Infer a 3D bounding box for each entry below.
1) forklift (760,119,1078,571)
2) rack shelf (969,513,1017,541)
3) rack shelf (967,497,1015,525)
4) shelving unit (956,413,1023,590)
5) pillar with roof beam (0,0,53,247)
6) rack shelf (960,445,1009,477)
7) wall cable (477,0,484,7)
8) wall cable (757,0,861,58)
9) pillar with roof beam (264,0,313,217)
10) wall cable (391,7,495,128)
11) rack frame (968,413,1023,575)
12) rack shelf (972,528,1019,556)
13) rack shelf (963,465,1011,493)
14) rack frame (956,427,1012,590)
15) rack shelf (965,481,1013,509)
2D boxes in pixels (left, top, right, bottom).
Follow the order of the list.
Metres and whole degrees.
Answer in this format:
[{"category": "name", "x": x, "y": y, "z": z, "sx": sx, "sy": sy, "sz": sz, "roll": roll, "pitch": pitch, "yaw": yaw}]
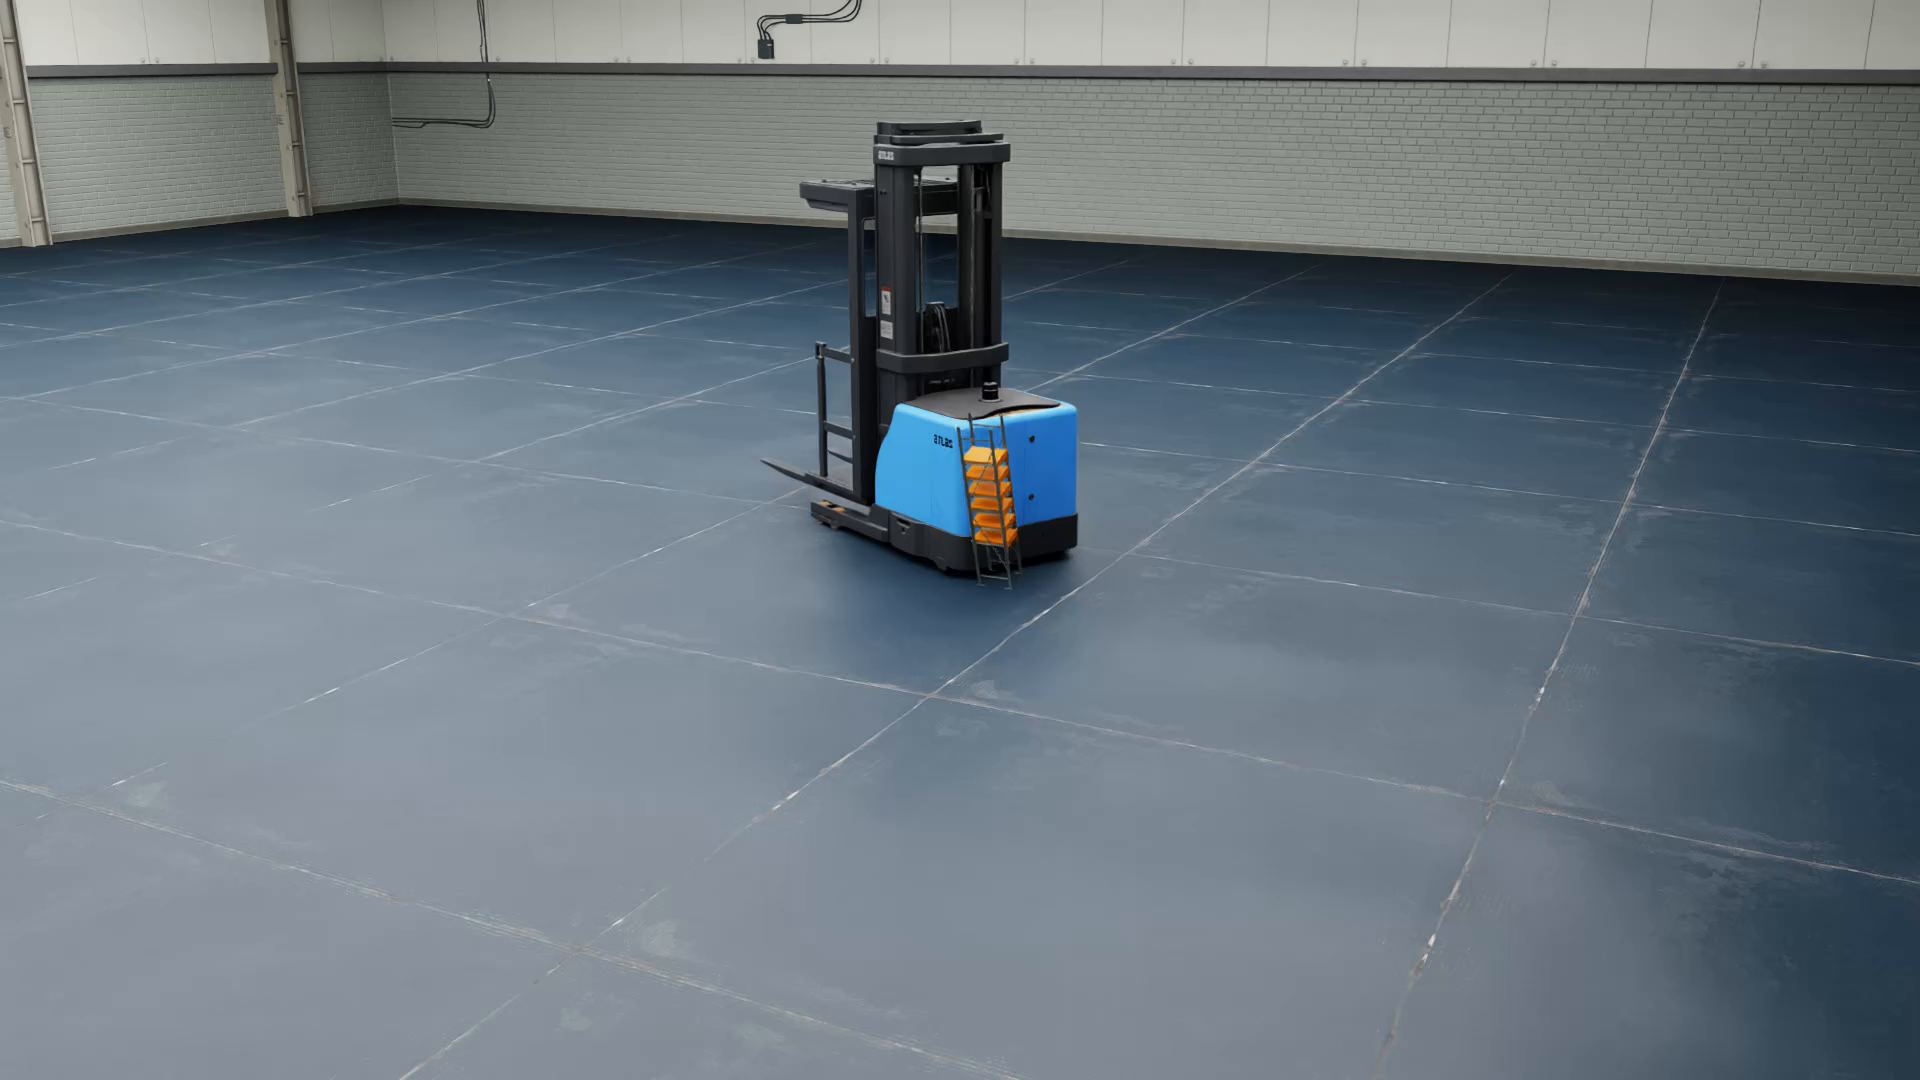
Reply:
[{"category": "forklift", "x": -0.455, "y": -1.555, "z": 12.112, "sx": 1.130, "sy": 2.935, "sz": 3.031, "roll": -12, "pitch": 20, "yaw": -34}, {"category": "rack shelf", "x": 0.217, "y": -0.101, "z": 10.800, "sx": 0.258, "sy": 0.103, "sz": 0.180, "roll": 7, "pitch": 35, "yaw": 23}, {"category": "rack shelf", "x": 0.202, "y": -0.202, "z": 10.736, "sx": 0.258, "sy": 0.103, "sz": 0.180, "roll": 7, "pitch": 35, "yaw": 23}, {"category": "shelving unit", "x": 0.197, "y": -0.239, "z": 10.713, "sx": 0.258, "sy": 1.200, "sz": 0.189, "roll": 7, "pitch": 35, "yaw": 23}, {"category": "pillar with roof beam", "x": -12.705, "y": -9.058, "z": 26.717, "sx": 9.100, "sy": 9.000, "sz": 0.400, "roll": 8, "pitch": 18, "yaw": 25}, {"category": "rack shelf", "x": 0.158, "y": -0.503, "z": 10.545, "sx": 0.258, "sy": 0.103, "sz": 0.180, "roll": 7, "pitch": 35, "yaw": 23}, {"category": "wall cable", "x": -8.956, "y": -12.305, "z": 34.231, "sx": 3.097, "sy": 2.526, "sz": 0.112, "roll": 8, "pitch": 18, "yaw": 25}, {"category": "wall cable", "x": -2.890, "y": -12.135, "z": 31.102, "sx": 2.305, "sy": 6.003, "sz": 0.169, "roll": 8, "pitch": 18, "yaw": 25}, {"category": "pillar with roof beam", "x": -10.024, "y": -10.587, "z": 31.863, "sx": 9.100, "sy": 9.000, "sz": 0.400, "roll": 8, "pitch": 18, "yaw": 25}, {"category": "wall cable", "x": -11.376, "y": -10.228, "z": 36.109, "sx": 3.097, "sy": 2.526, "sz": 0.112, "roll": 8, "pitch": 18, "yaw": 25}, {"category": "rack frame", "x": 0.233, "y": -0.288, "z": 10.781, "sx": 0.240, "sy": 1.200, "sz": 0.006, "roll": 7, "pitch": 35, "yaw": 23}, {"category": "rack shelf", "x": 0.231, "y": 0.000, "z": 10.864, "sx": 0.258, "sy": 0.103, "sz": 0.180, "roll": 7, "pitch": 35, "yaw": 23}, {"category": "rack shelf", "x": 0.173, "y": -0.403, "z": 10.609, "sx": 0.258, "sy": 0.103, "sz": 0.180, "roll": 7, "pitch": 35, "yaw": 23}, {"category": "rack frame", "x": 0.161, "y": -0.190, "z": 10.644, "sx": 0.240, "sy": 1.200, "sz": 0.006, "roll": 7, "pitch": 35, "yaw": 23}, {"category": "rack shelf", "x": 0.188, "y": -0.302, "z": 10.673, "sx": 0.258, "sy": 0.103, "sz": 0.180, "roll": 7, "pitch": 35, "yaw": 23}]
